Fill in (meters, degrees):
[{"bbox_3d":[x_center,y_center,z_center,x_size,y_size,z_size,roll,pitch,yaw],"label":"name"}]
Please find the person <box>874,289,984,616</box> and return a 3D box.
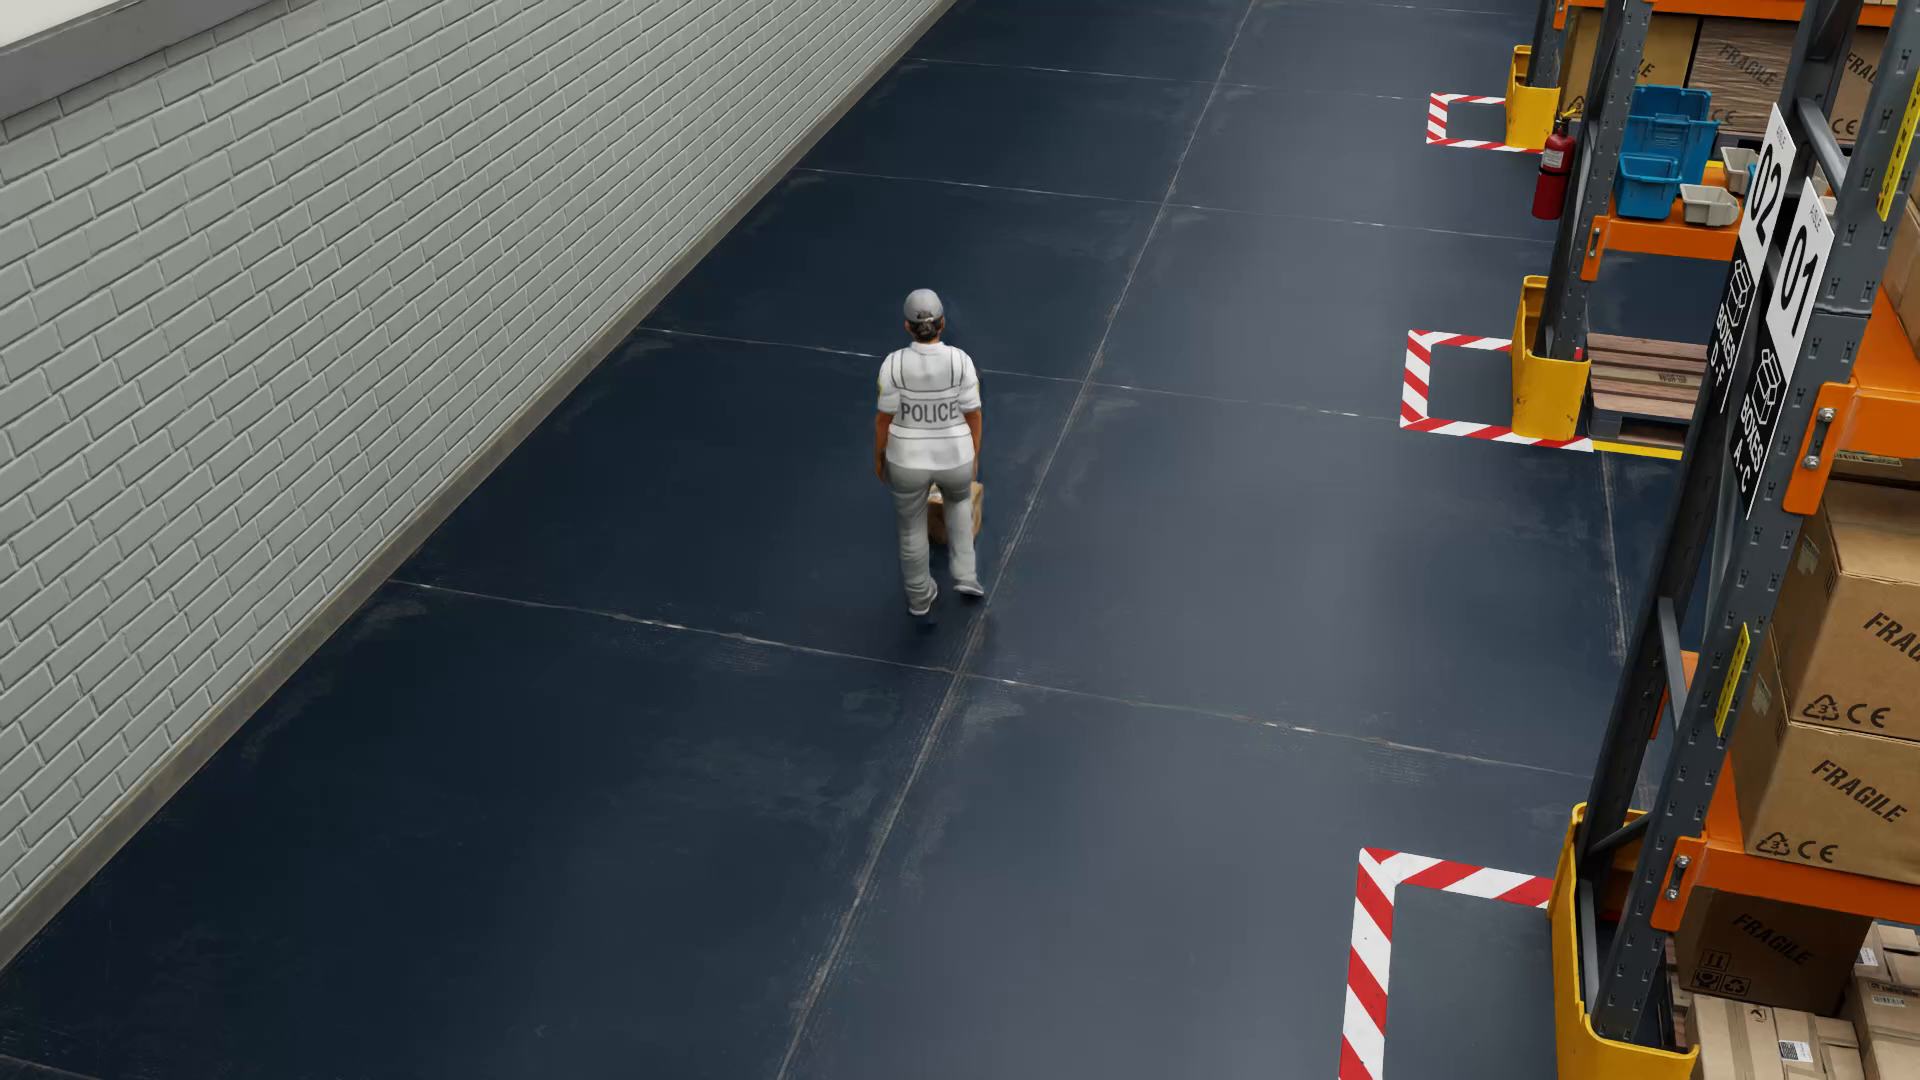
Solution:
[{"bbox_3d":[-0.141,-0.389,7.732,0.522,1.671,0.459,-4,33,-6],"label":"person"}]
